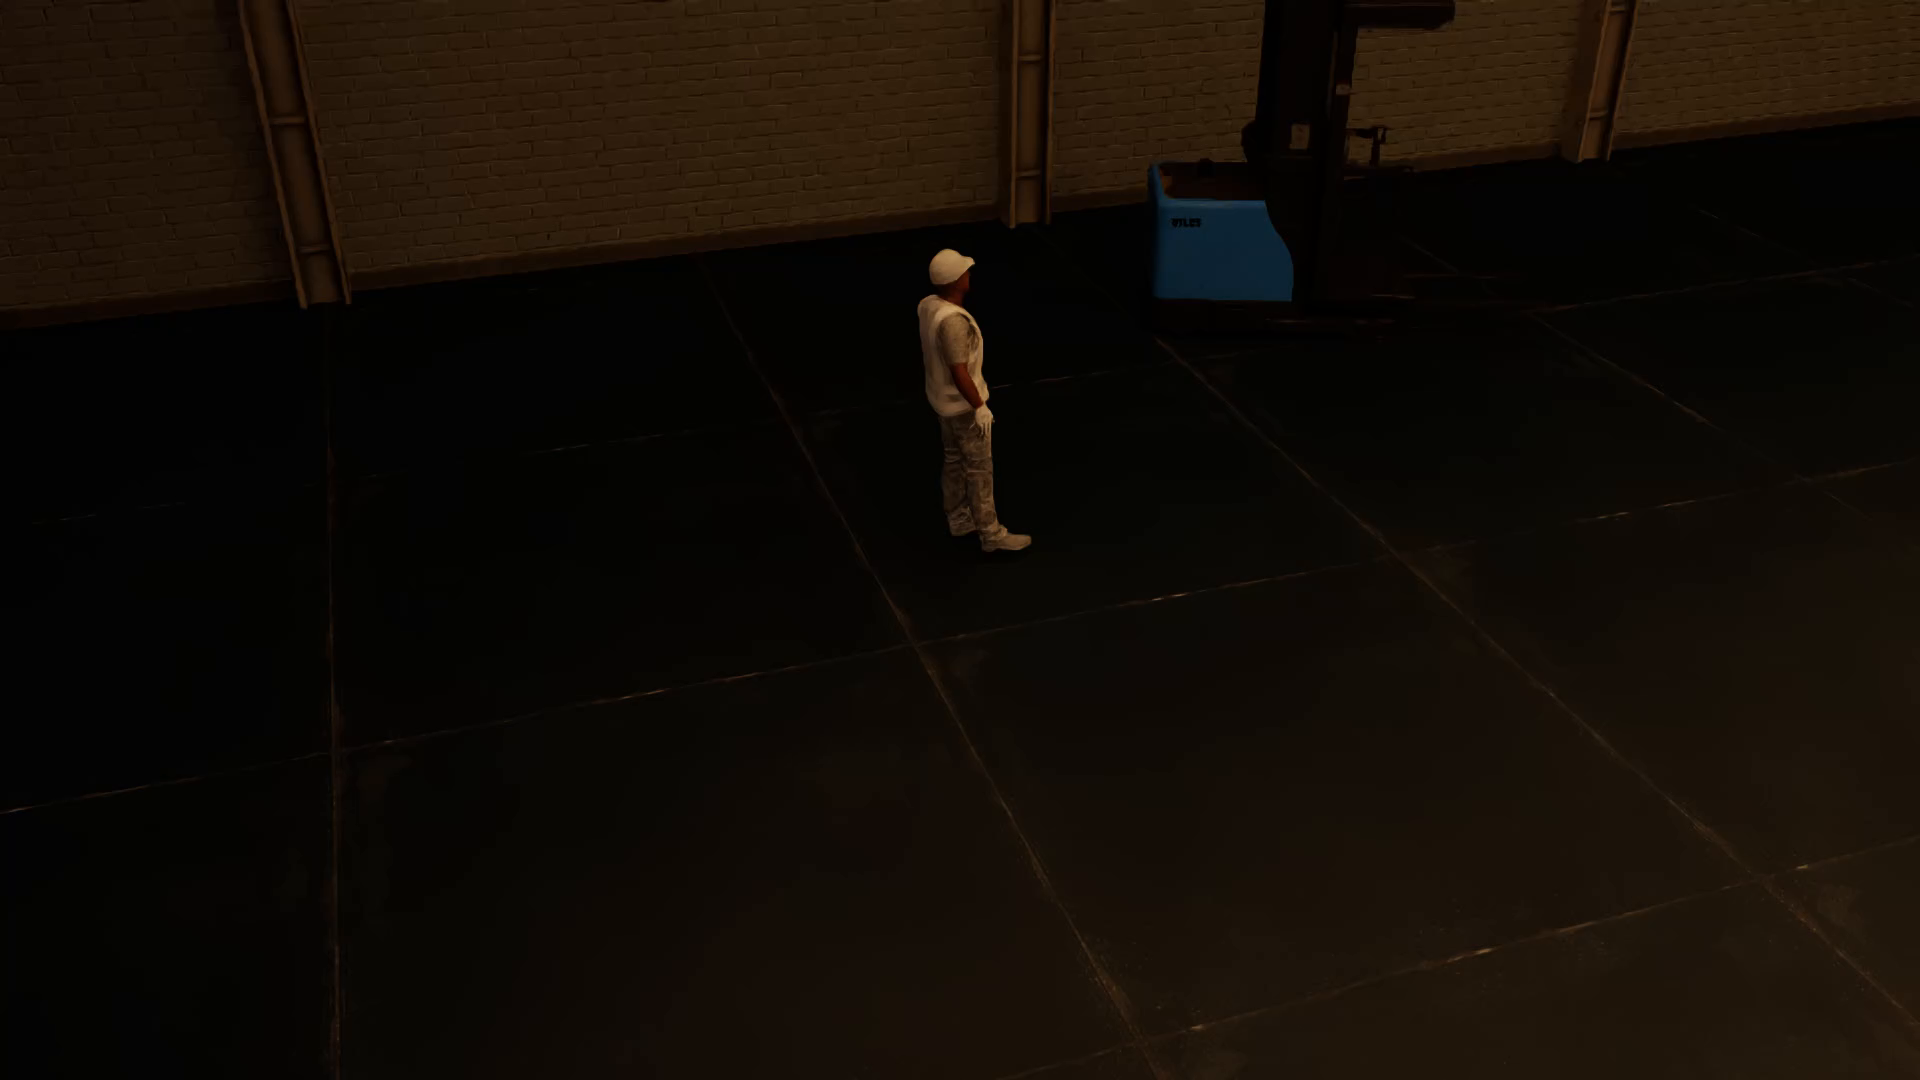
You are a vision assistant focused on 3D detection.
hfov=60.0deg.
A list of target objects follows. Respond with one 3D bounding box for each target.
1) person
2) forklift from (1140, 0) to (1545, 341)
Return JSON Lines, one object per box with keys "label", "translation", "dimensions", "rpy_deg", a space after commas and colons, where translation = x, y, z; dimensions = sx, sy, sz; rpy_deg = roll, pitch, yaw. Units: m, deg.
{"label": "person", "translation": [0.071, -0.821, 9.571], "dimensions": [0.576, 1.782, 0.655], "rpy_deg": [-10, 31, -16]}
{"label": "forklift", "translation": [2.967, -3.059, 12.403], "dimensions": [3.031, 2.935, 1.130], "rpy_deg": [1, 30, 1]}
